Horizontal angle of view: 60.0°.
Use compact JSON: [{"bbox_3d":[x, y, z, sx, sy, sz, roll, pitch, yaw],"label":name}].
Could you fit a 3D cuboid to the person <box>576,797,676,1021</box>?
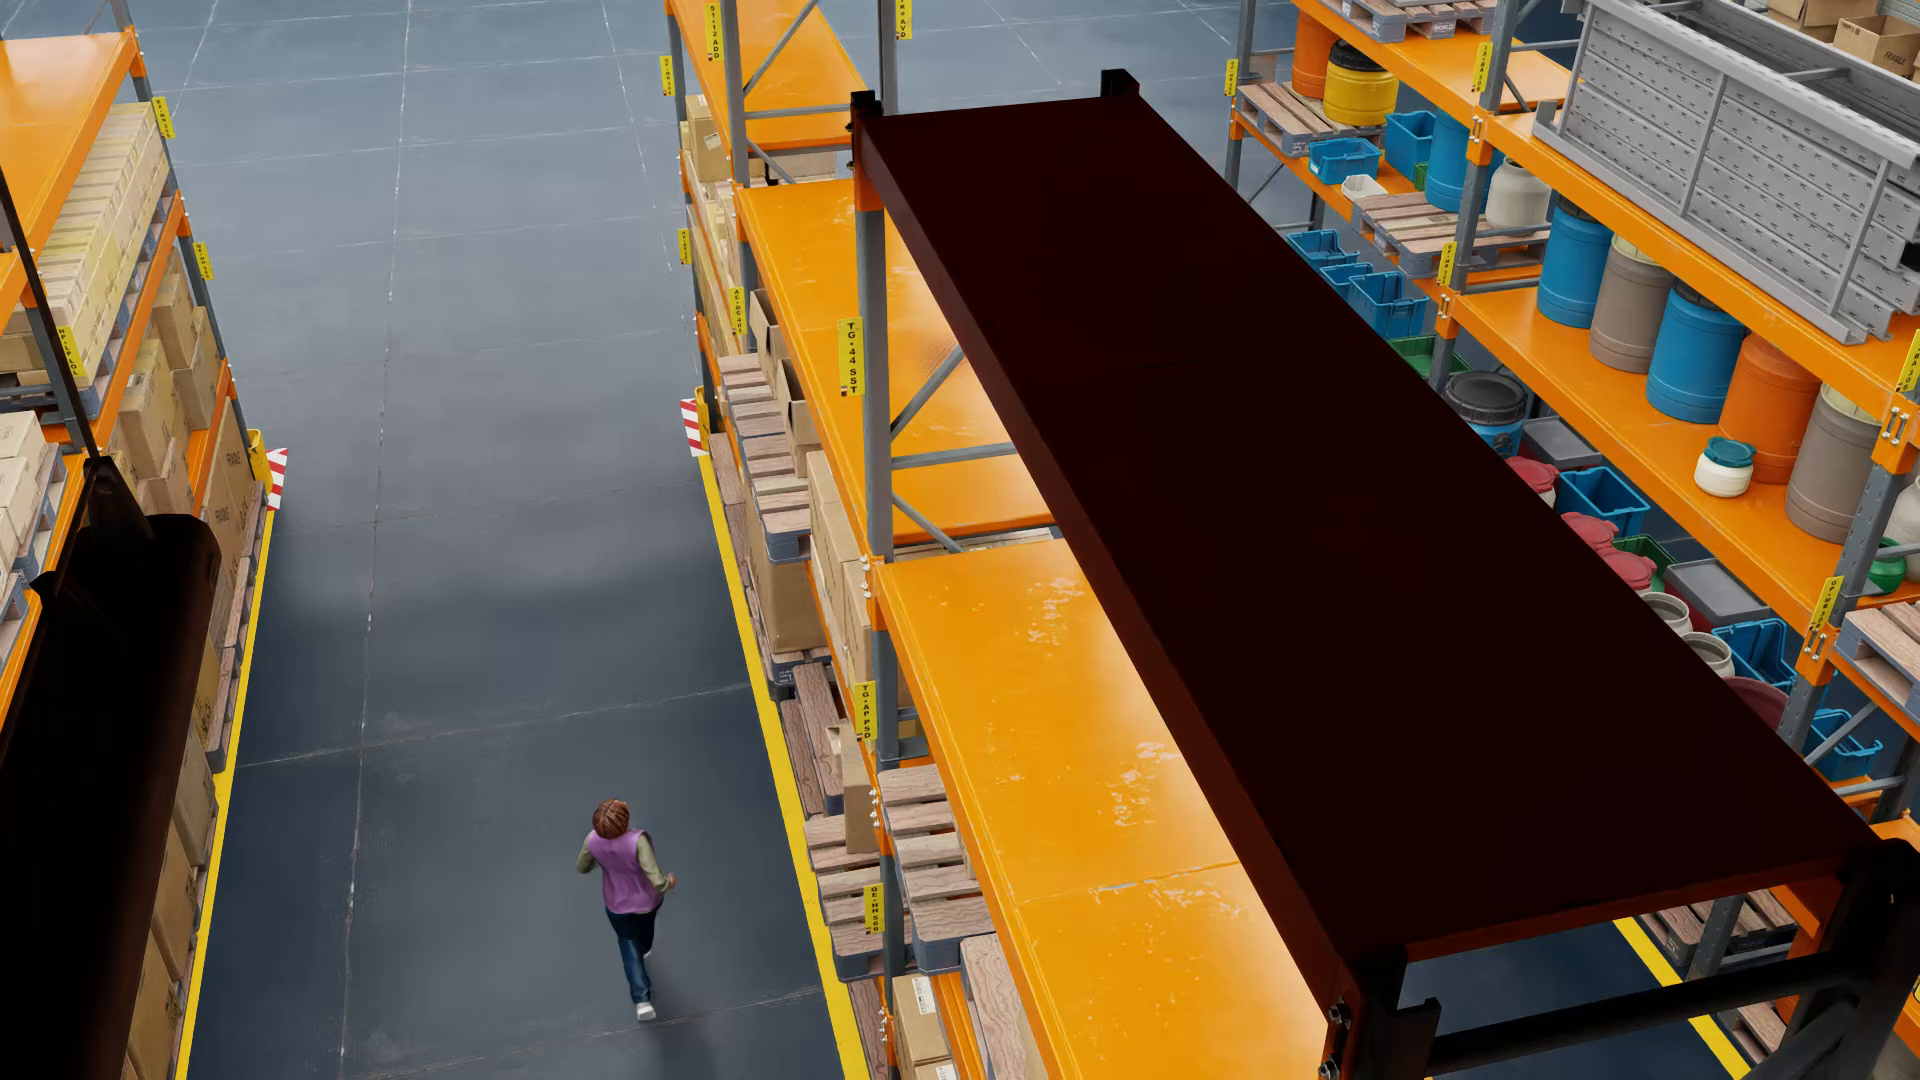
[{"bbox_3d":[-1.885,2.012,9.489,0.534,1.534,0.911,-7,35,-10],"label":"person"}]
